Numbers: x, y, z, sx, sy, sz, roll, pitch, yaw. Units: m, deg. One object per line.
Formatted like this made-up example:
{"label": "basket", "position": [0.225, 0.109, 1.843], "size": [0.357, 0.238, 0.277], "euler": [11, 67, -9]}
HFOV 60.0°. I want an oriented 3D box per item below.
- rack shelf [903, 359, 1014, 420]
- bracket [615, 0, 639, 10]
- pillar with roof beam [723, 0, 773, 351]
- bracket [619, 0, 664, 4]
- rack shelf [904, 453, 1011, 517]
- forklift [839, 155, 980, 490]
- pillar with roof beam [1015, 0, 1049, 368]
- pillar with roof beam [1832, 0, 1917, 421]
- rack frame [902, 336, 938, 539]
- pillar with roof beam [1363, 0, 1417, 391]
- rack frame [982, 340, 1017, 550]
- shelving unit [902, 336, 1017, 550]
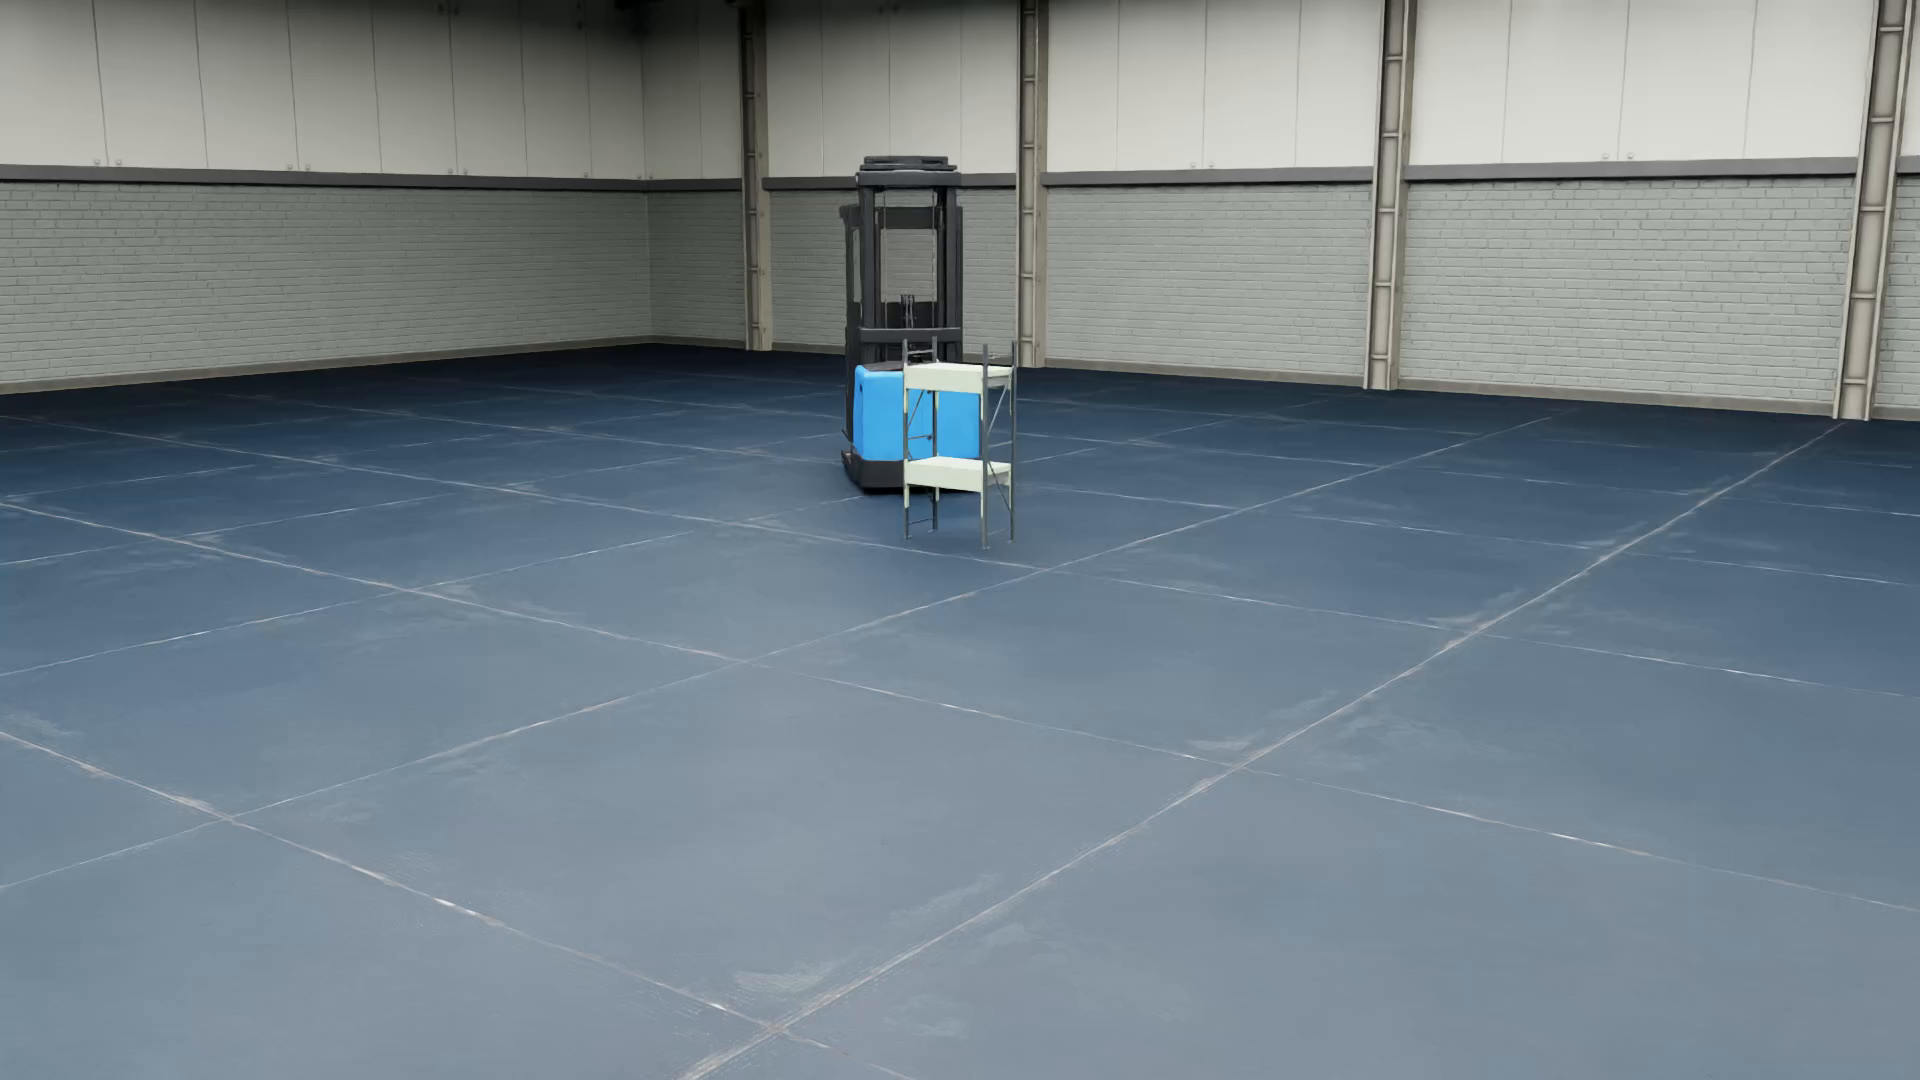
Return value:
{"label": "rack shelf", "position": [-0.005, -1.120, 12.317], "size": [0.720, 0.370, 0.431], "euler": [8, 13, 36]}
{"label": "bracket", "position": [-6.148, -9.942, 30.752], "size": [0.430, 0.232, 0.235], "euler": [8, 13, 36]}
{"label": "pillar with roof beam", "position": [-6.242, -7.257, 26.350], "size": [0.548, 9.000, 9.100], "euler": [8, 13, 36]}
{"label": "bracket", "position": [-5.672, -9.876, 30.409], "size": [3.189, 0.066, 0.076], "euler": [8, 13, 36]}
{"label": "rack shelf", "position": [-0.005, -0.417, 12.453], "size": [0.720, 0.370, 0.431], "euler": [8, 13, 36]}
{"label": "forklift", "position": [-0.555, -2.120, 15.774], "size": [1.130, 2.935, 3.031], "euler": [-2, 11, -9]}
{"label": "pillar with roof beam", "position": [-1.406, -6.583, 22.863], "size": [0.400, 9.000, 9.100], "euler": [8, 13, 36]}
{"label": "pillar with roof beam", "position": [8.266, -5.233, 15.889], "size": [0.400, 9.000, 9.100], "euler": [8, 13, 36]}
{"label": "rack frame", "position": [-0.300, -0.778, 12.604], "size": [0.023, 1.500, 0.400], "euler": [8, 13, 36]}
{"label": "pillar with roof beam", "position": [3.430, -5.908, 19.376], "size": [0.400, 9.000, 9.100], "euler": [8, 13, 36]}
{"label": "rack frame", "position": [0.290, -0.696, 12.178], "size": [0.023, 1.500, 0.400], "euler": [8, 13, 36]}
{"label": "shelving unit", "position": [-0.005, -0.737, 12.391], "size": [0.755, 1.500, 0.431], "euler": [8, 13, 36]}
